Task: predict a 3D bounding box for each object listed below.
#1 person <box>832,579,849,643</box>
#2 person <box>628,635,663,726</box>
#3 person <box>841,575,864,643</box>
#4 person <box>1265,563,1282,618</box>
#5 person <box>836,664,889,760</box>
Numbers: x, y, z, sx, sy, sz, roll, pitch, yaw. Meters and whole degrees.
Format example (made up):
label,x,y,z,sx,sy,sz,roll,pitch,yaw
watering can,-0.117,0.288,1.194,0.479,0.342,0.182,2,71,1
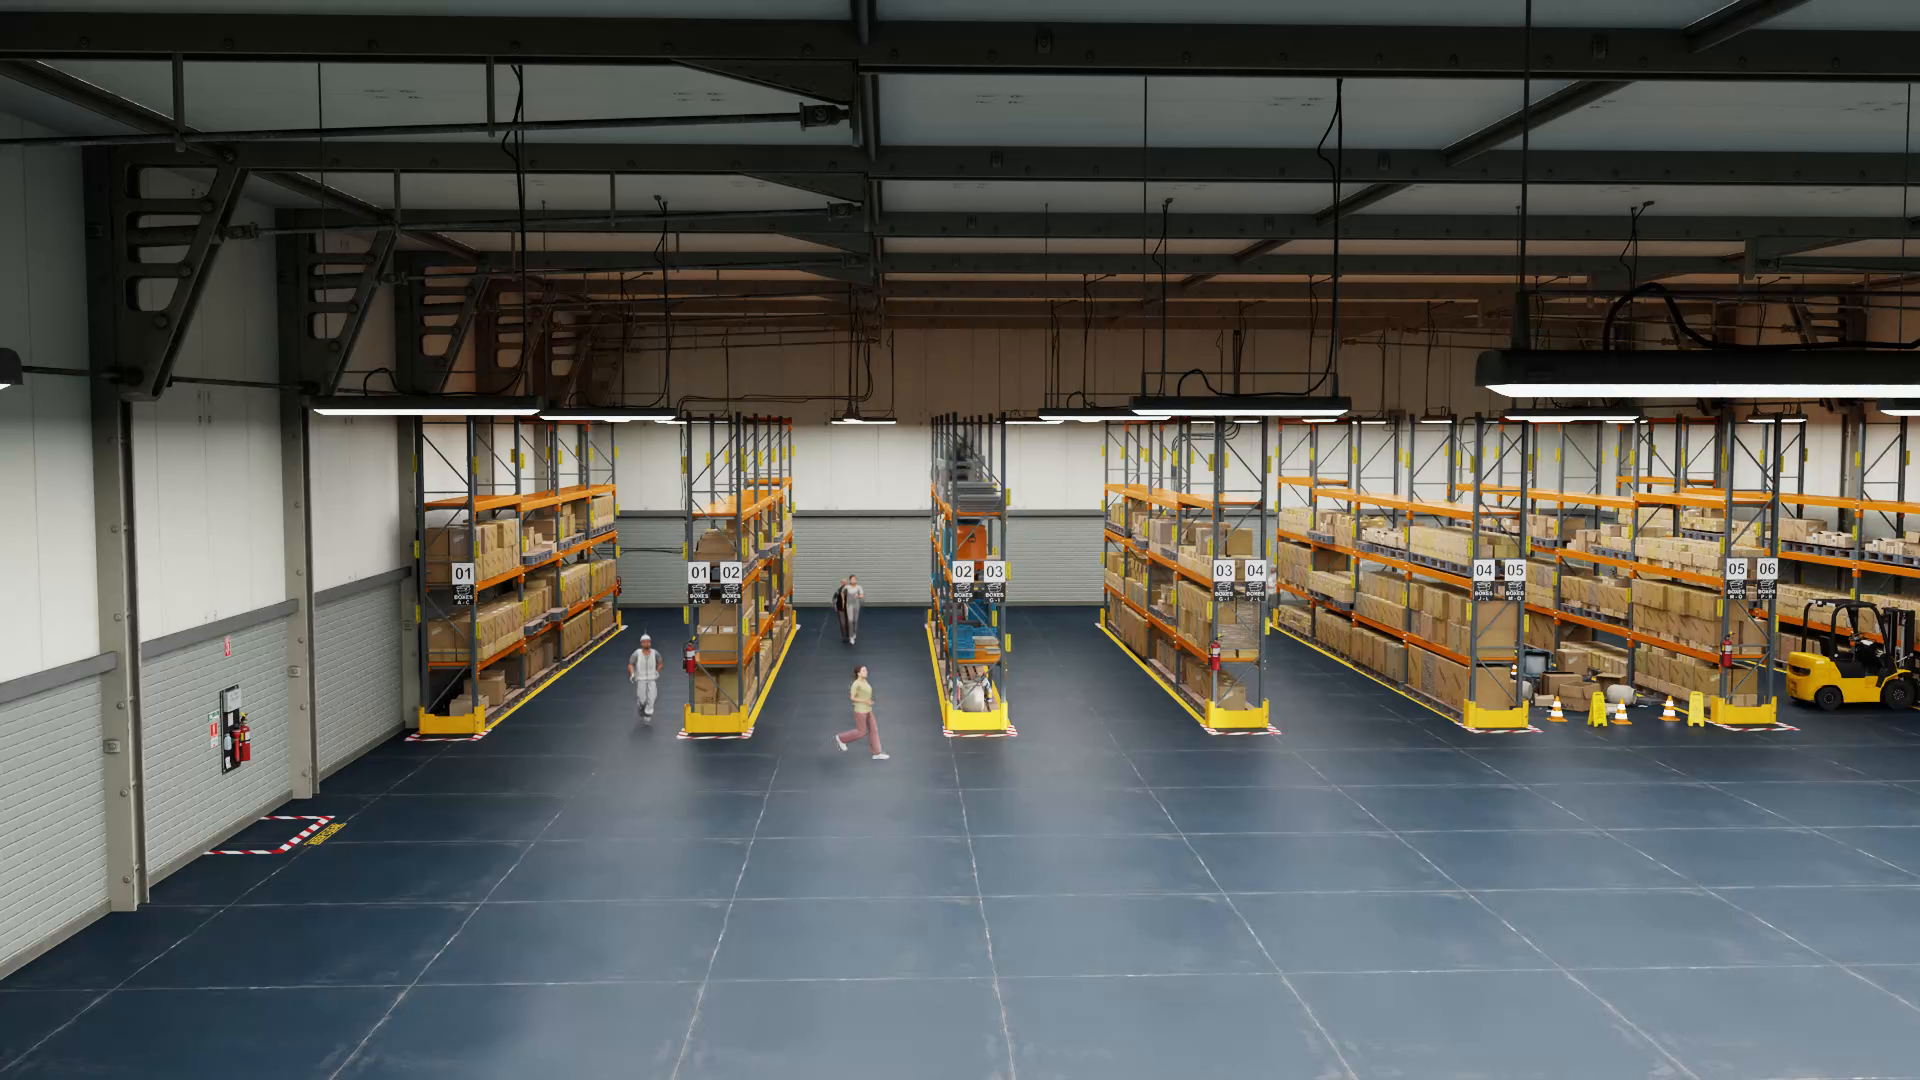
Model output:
label,x,y,z,sx,sy,sz,roll,pitch,yaw
person,-3.067,1.876,44.158,0.657,1.686,0.708,0,4,-5
person,-6.019,2.688,31.915,0.657,1.743,0.605,-1,4,-17
person,-2.742,1.748,42.584,0.544,1.712,0.833,-1,4,-13
person,9.226,1.550,48.792,0.845,1.763,0.693,-1,4,-14
person,-1.660,2.951,28.599,0.981,1.634,0.592,2,4,24
